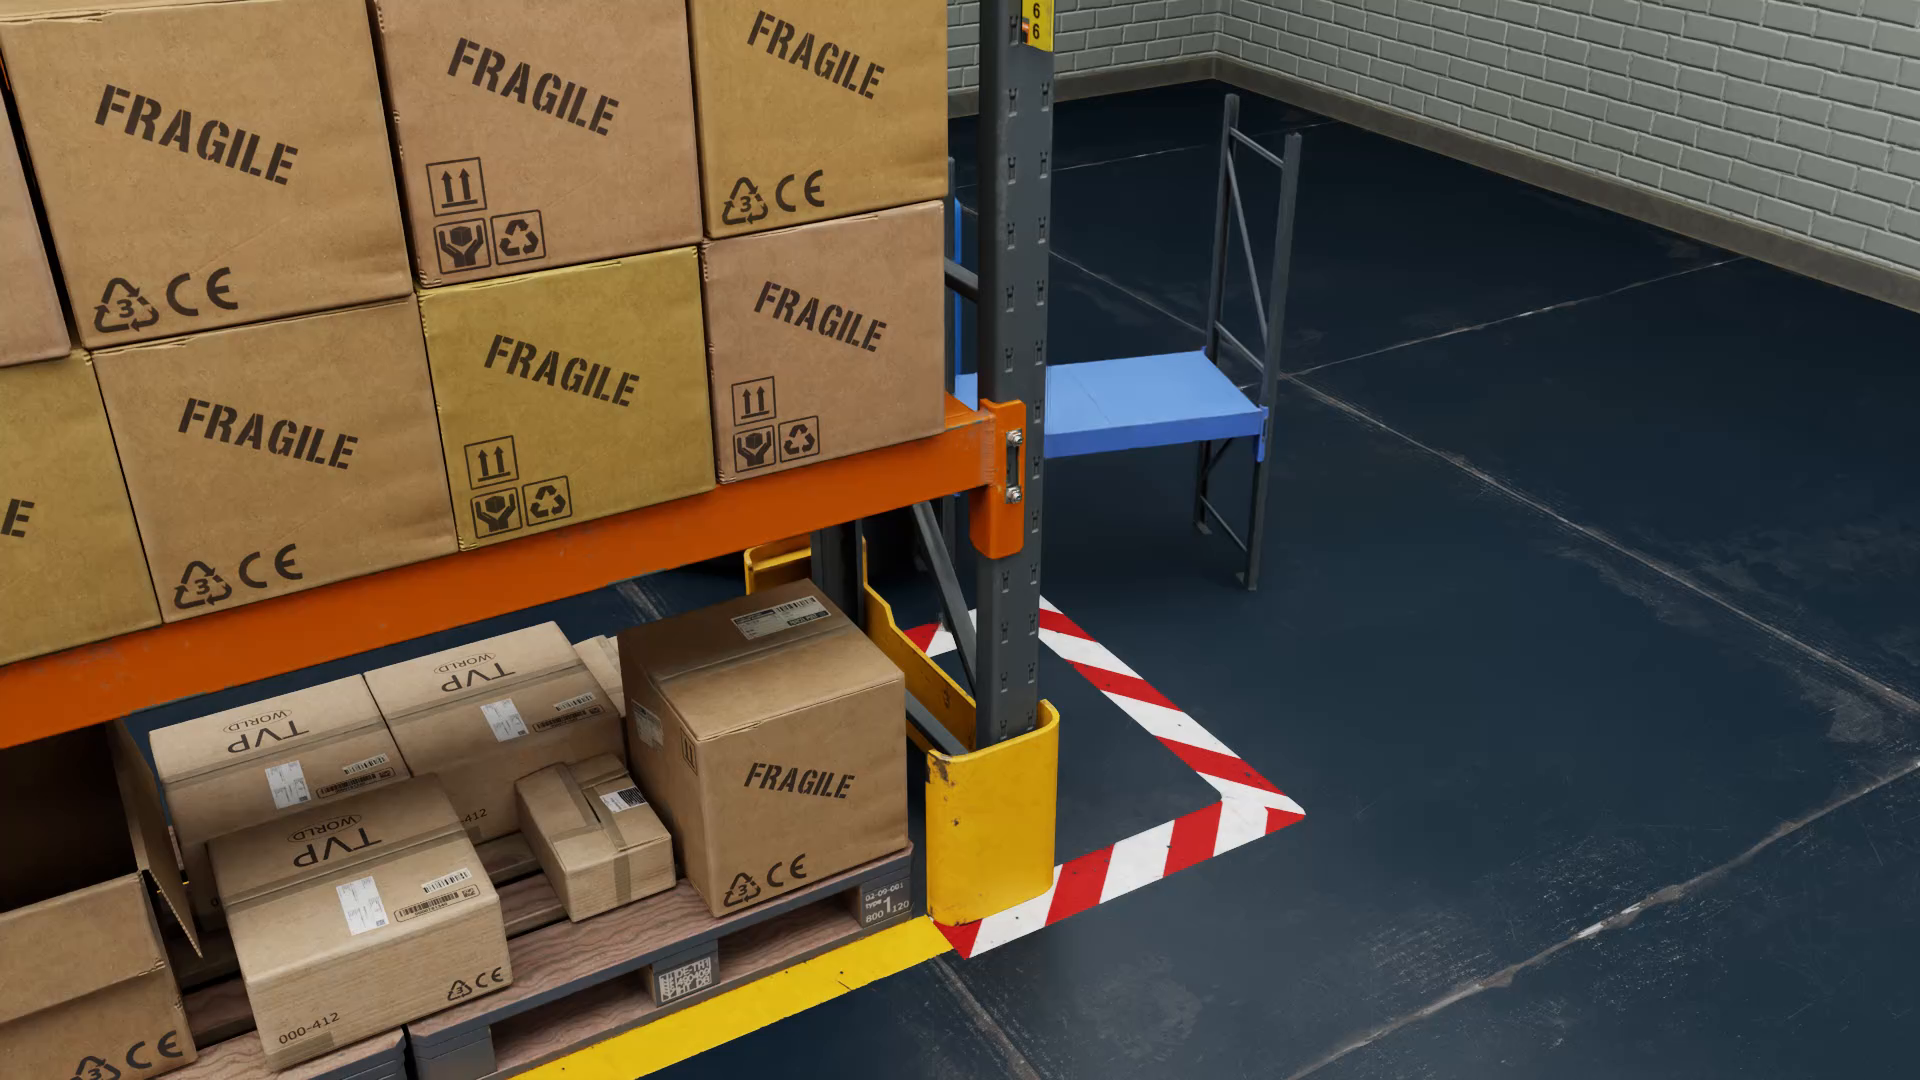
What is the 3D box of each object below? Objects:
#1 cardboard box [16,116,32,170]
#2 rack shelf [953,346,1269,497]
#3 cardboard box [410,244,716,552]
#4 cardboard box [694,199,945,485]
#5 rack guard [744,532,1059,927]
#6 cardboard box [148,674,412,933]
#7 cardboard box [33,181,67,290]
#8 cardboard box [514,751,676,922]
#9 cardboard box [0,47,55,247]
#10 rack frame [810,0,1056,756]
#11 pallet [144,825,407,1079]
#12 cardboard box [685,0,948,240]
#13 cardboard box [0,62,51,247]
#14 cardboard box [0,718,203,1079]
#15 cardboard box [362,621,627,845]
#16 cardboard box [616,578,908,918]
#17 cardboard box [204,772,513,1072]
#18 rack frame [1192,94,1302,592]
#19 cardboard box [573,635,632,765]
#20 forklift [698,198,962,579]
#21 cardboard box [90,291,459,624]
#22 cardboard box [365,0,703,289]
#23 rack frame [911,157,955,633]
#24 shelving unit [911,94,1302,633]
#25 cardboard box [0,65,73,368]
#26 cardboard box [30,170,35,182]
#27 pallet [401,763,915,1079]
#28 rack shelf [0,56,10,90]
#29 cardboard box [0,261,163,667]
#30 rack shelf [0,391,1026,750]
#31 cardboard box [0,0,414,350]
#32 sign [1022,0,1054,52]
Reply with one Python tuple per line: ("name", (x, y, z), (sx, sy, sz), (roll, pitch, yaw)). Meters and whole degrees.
("cardboard box", (-4.049, -1.754, 7.305), (0.250, 0.149, 0.380), (-15, 32, -26))
("rack shelf", (0.403, -0.388, 5.273), (1.000, 0.185, 0.538), (-7, 30, -12))
("cardboard box", (-0.812, -0.357, 3.189), (0.500, 0.500, 0.500), (-16, 32, -26))
("cardboard box", (-0.367, -0.486, 3.422), (0.500, 0.500, 0.500), (-15, 32, -25))
("rack guard", (-0.184, 0.448, 4.421), (0.348, 0.500, 1.175), (-16, 33, -26))
("cardboard box", (-1.593, 0.606, 3.938), (0.500, 0.250, 0.500), (-16, 33, -26))
("cardboard box", (-1.943, -0.338, 3.155), (0.500, 0.500, 0.500), (-15, 32, -26))
("cardboard box", (-0.857, 0.680, 3.890), (0.250, 0.166, 0.380), (-16, 33, -26))
("cardboard box", (-1.515, -0.896, 3.131), (0.500, 0.500, 0.500), (-15, 32, -26))
("rack frame", (-0.118, -0.665, 3.850), (0.127, 3.000, 1.000), (-16, 33, -26))
("pallet", (-1.921, 1.067, 3.599), (1.213, 0.211, 1.003), (-16, 33, -26))
("cardboard box", (-0.363, -0.923, 3.180), (0.500, 0.500, 0.500), (-16, 33, -27))
("cardboard box", (-1.953, -0.771, 2.905), (0.500, 0.500, 0.500), (-16, 33, -27))
("cardboard box", (-1.950, 0.753, 3.410), (0.637, 0.503, 0.797), (-16, 33, -26))
("cardboard box", (-1.162, 0.484, 4.160), (0.500, 0.250, 0.500), (-16, 33, -26))
("cardboard box", (-0.462, 0.473, 3.921), (0.500, 0.500, 0.500), (-16, 33, -26))
("cardboard box", (-1.297, 0.802, 3.583), (0.500, 0.250, 0.500), (-16, 33, -26))
("rack frame", (0.896, -0.606, 5.295), (0.032, 1.500, 0.500), (-7, 30, -12))
("cardboard box", (-0.869, 0.403, 4.391), (0.250, 0.166, 0.380), (-16, 33, -26))
("forklift", (-1.555, -1.546, 5.518), (3.031, 2.935, 1.130), (9, 30, 16))
("cardboard box", (-1.245, -0.237, 2.972), (0.500, 0.500, 0.500), (-16, 32, -26))
("cardboard box", (-0.798, -0.799, 2.955), (0.500, 0.500, 0.500), (-15, 32, -25))
("rack frame", (-0.089, -0.485, 5.076), (0.032, 1.500, 0.500), (-7, 30, -12))
("shelving unit", (0.403, -0.545, 5.186), (1.048, 1.500, 0.538), (-7, 30, -12))
("cardboard box", (-1.685, -0.544, 2.494), (0.500, 0.500, 0.500), (-15, 32, -25))
("cardboard box", (-4.049, -1.358, 7.259), (0.500, 0.500, 0.700), (-17, 33, -28))
("pallet", (-0.871, 0.770, 4.136), (1.213, 0.211, 1.003), (-16, 33, -26))
("rack shelf", (-4.355, -1.923, 6.875), (4.000, 0.370, 1.077), (-16, 33, -26))
("cardboard box", (-1.679, -0.114, 2.749), (0.500, 0.500, 0.500), (-16, 33, -27))
("rack shelf", (-1.843, 0.140, 3.137), (4.000, 0.370, 1.077), (-16, 33, -26))
("cardboard box", (-1.242, -0.670, 2.721), (0.500, 0.500, 0.500), (-15, 32, -25))
("sign", (0.146, -1.074, 3.066), (0.005, 0.325, 0.100), (-16, 33, -26))
